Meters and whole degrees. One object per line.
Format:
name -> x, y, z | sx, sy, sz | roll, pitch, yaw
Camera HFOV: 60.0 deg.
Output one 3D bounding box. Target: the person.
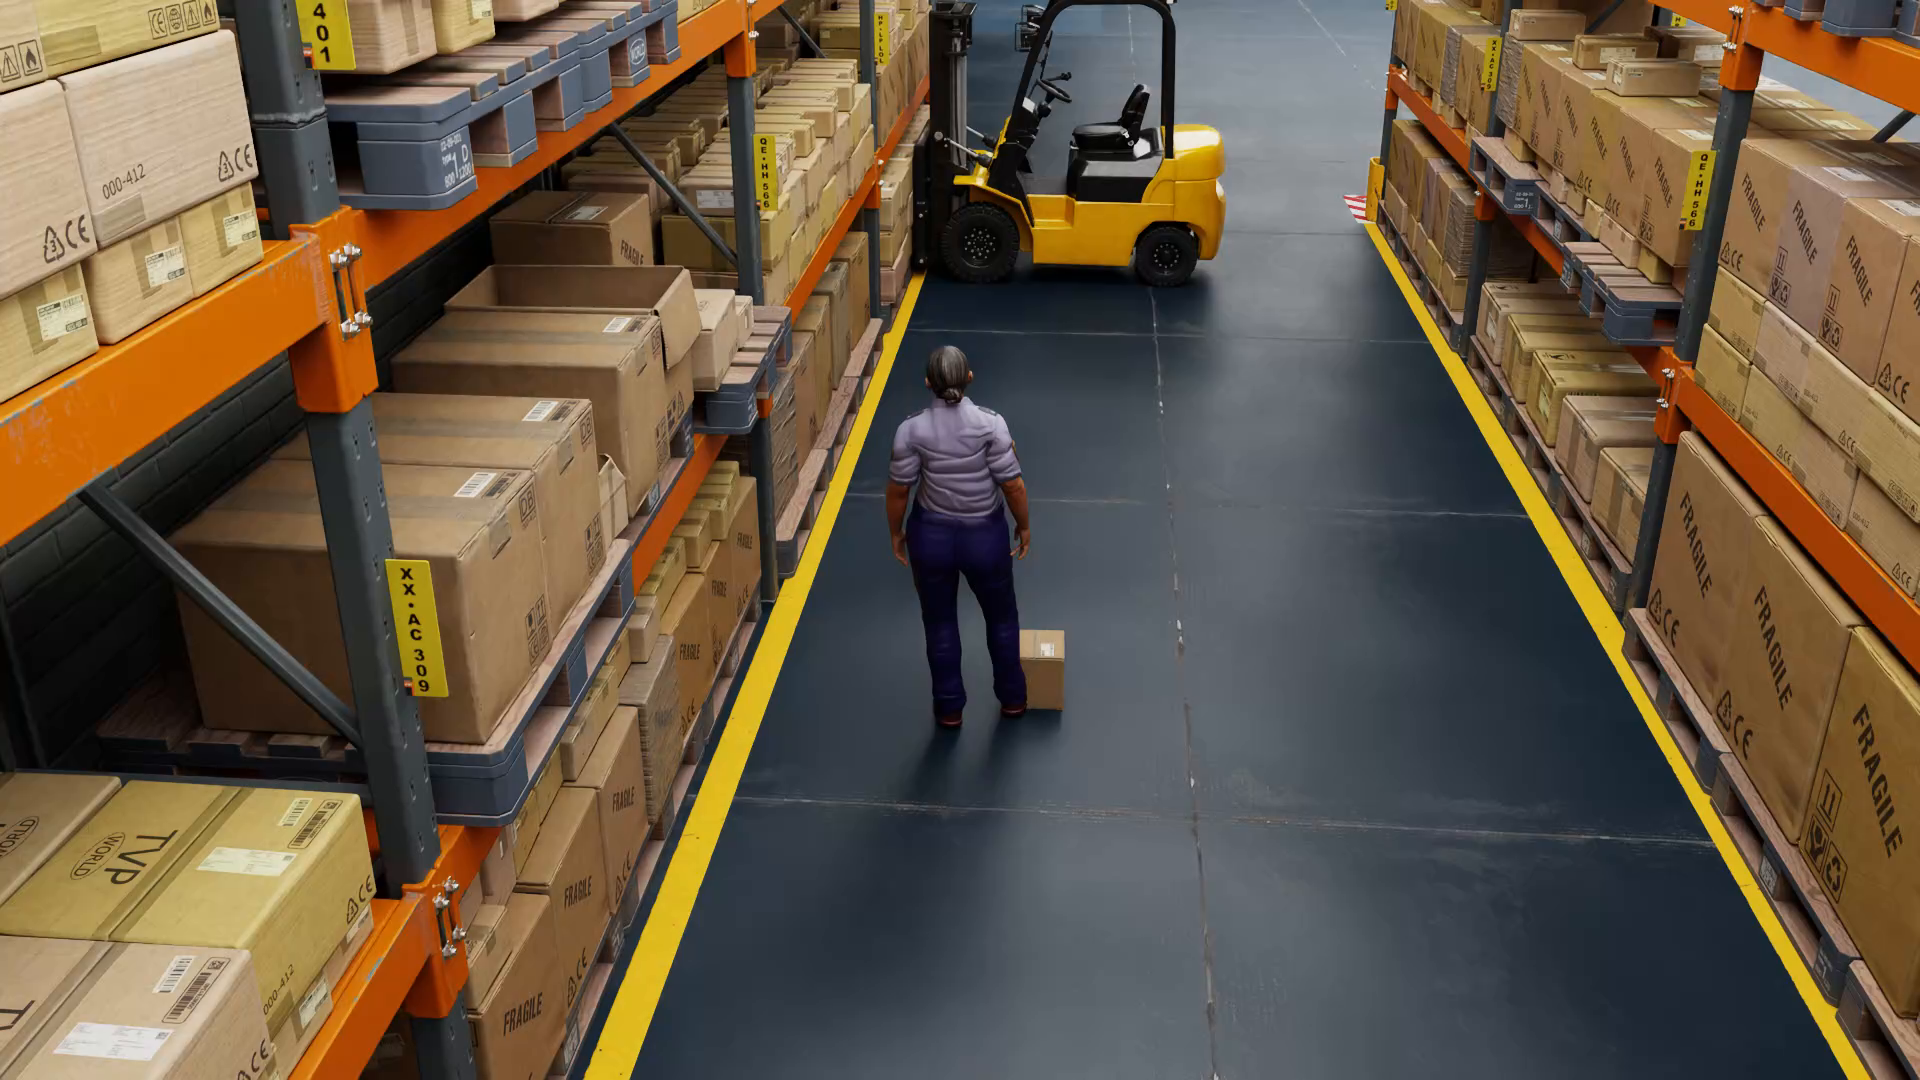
person -> 0.019, -0.027, 6.659 | 0.598, 1.651, 0.502 | 2, 25, 4
